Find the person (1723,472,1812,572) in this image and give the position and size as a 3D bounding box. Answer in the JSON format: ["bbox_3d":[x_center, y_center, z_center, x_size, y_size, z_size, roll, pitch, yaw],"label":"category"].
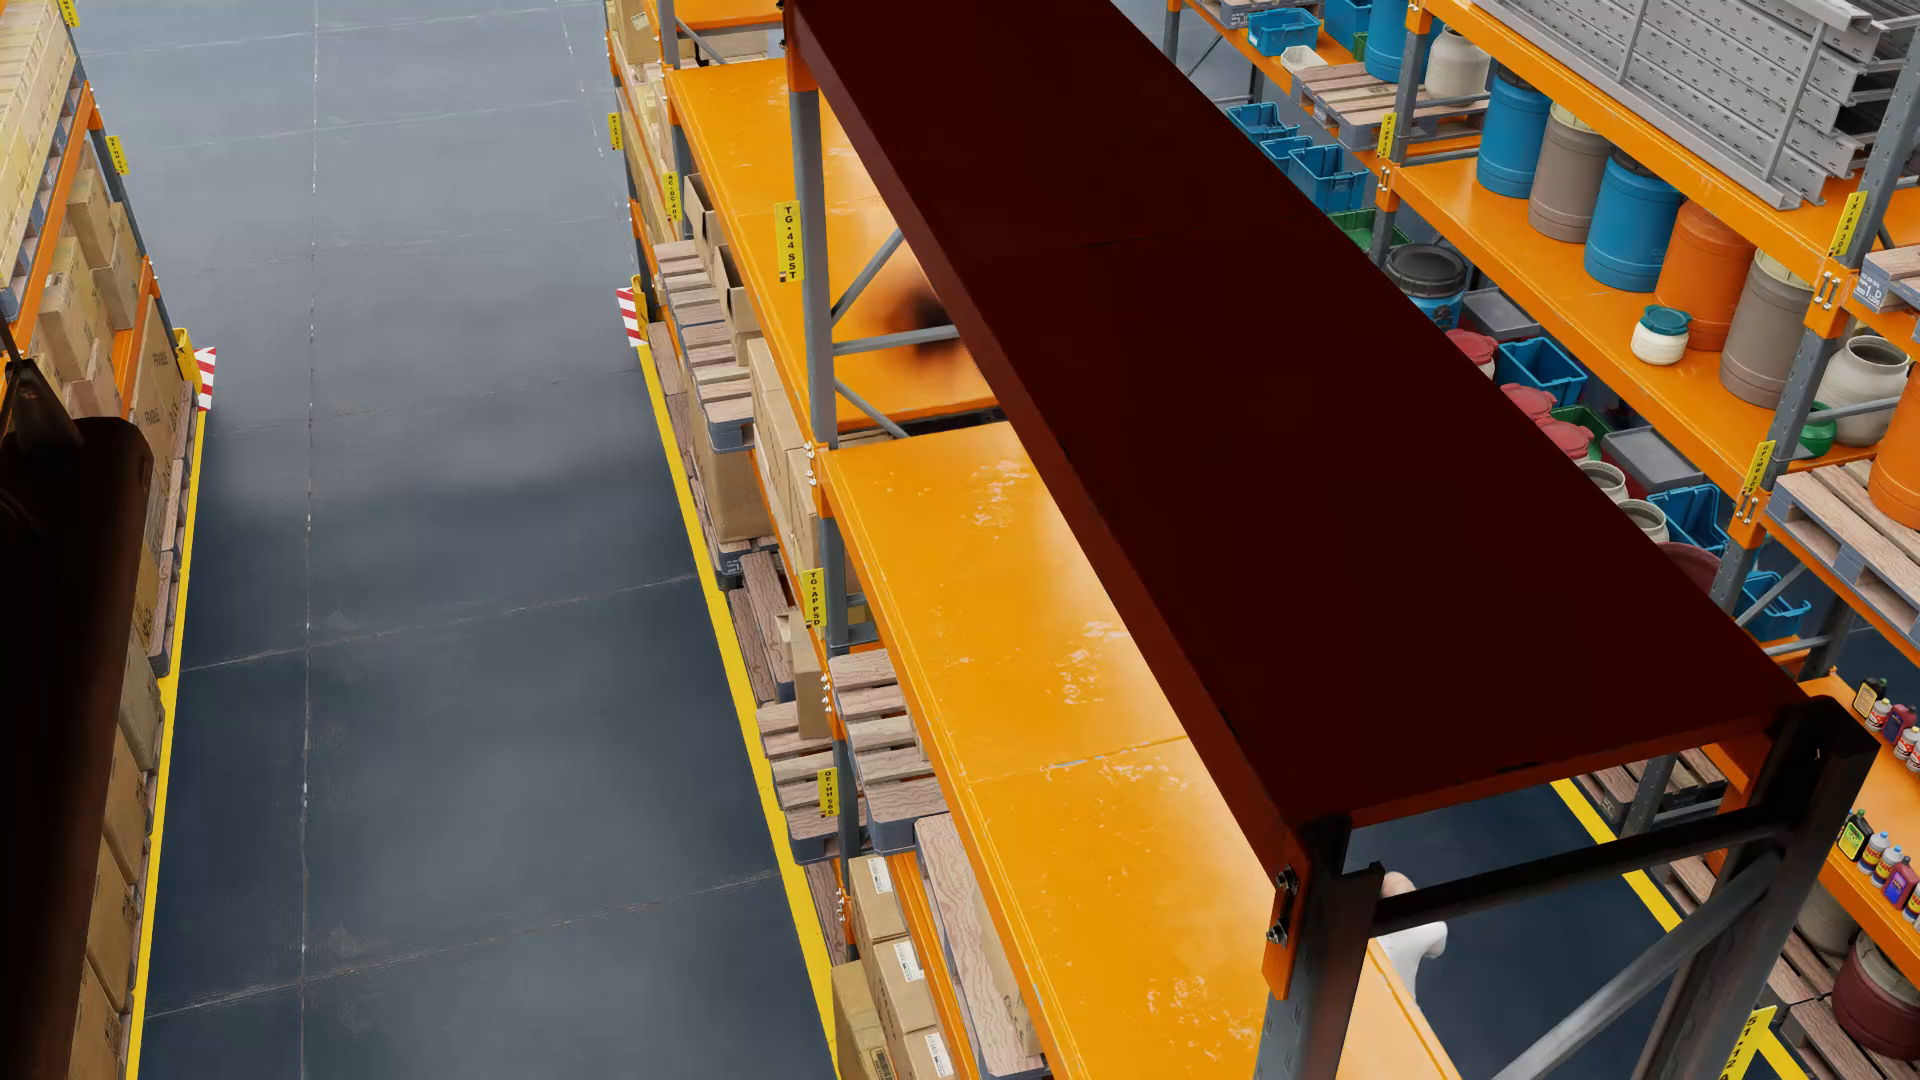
[{"bbox_3d":[5.665,-0.155,11.696,0.612,1.643,0.551,-11,40,-13],"label":"person"}]

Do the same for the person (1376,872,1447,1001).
[{"bbox_3d":[1.965,2.291,8.110,0.740,1.910,0.793,-9,39,-11],"label":"person"}]

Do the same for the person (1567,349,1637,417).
[{"bbox_3d":[5.410,-1.758,13.738,0.598,1.703,0.732,-16,41,-20],"label":"person"}]
